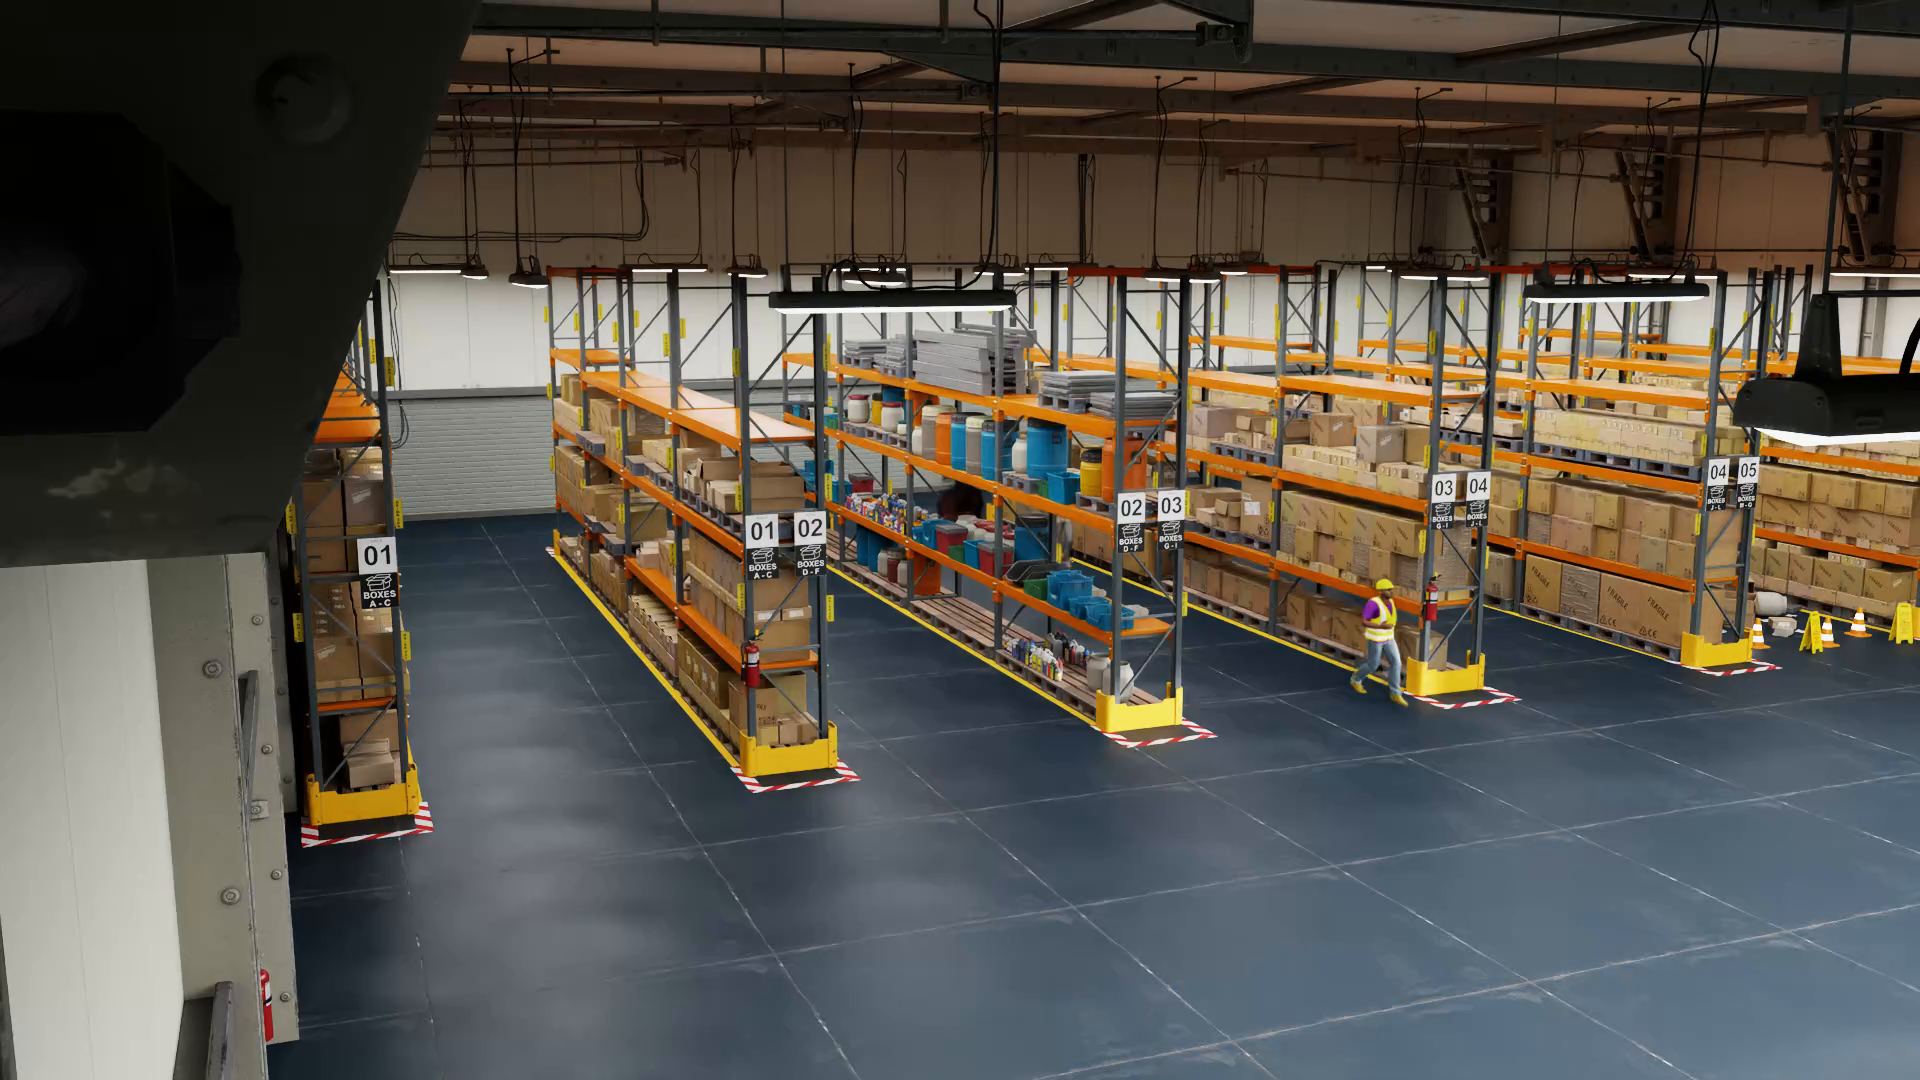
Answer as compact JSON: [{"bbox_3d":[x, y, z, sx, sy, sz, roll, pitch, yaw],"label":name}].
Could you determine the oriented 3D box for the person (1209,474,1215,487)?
[{"bbox_3d":[6.258,-1.708,41.591,0.841,1.734,0.773,4,11,19],"label":"person"}]

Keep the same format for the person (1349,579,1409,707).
[{"bbox_3d":[5.912,1.415,23.465,0.730,1.783,0.934,-7,12,-35],"label":"person"}]

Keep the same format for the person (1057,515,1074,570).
[{"bbox_3d":[1.989,-0.306,32.031,0.566,1.770,0.678,-3,10,-17],"label":"person"}]
